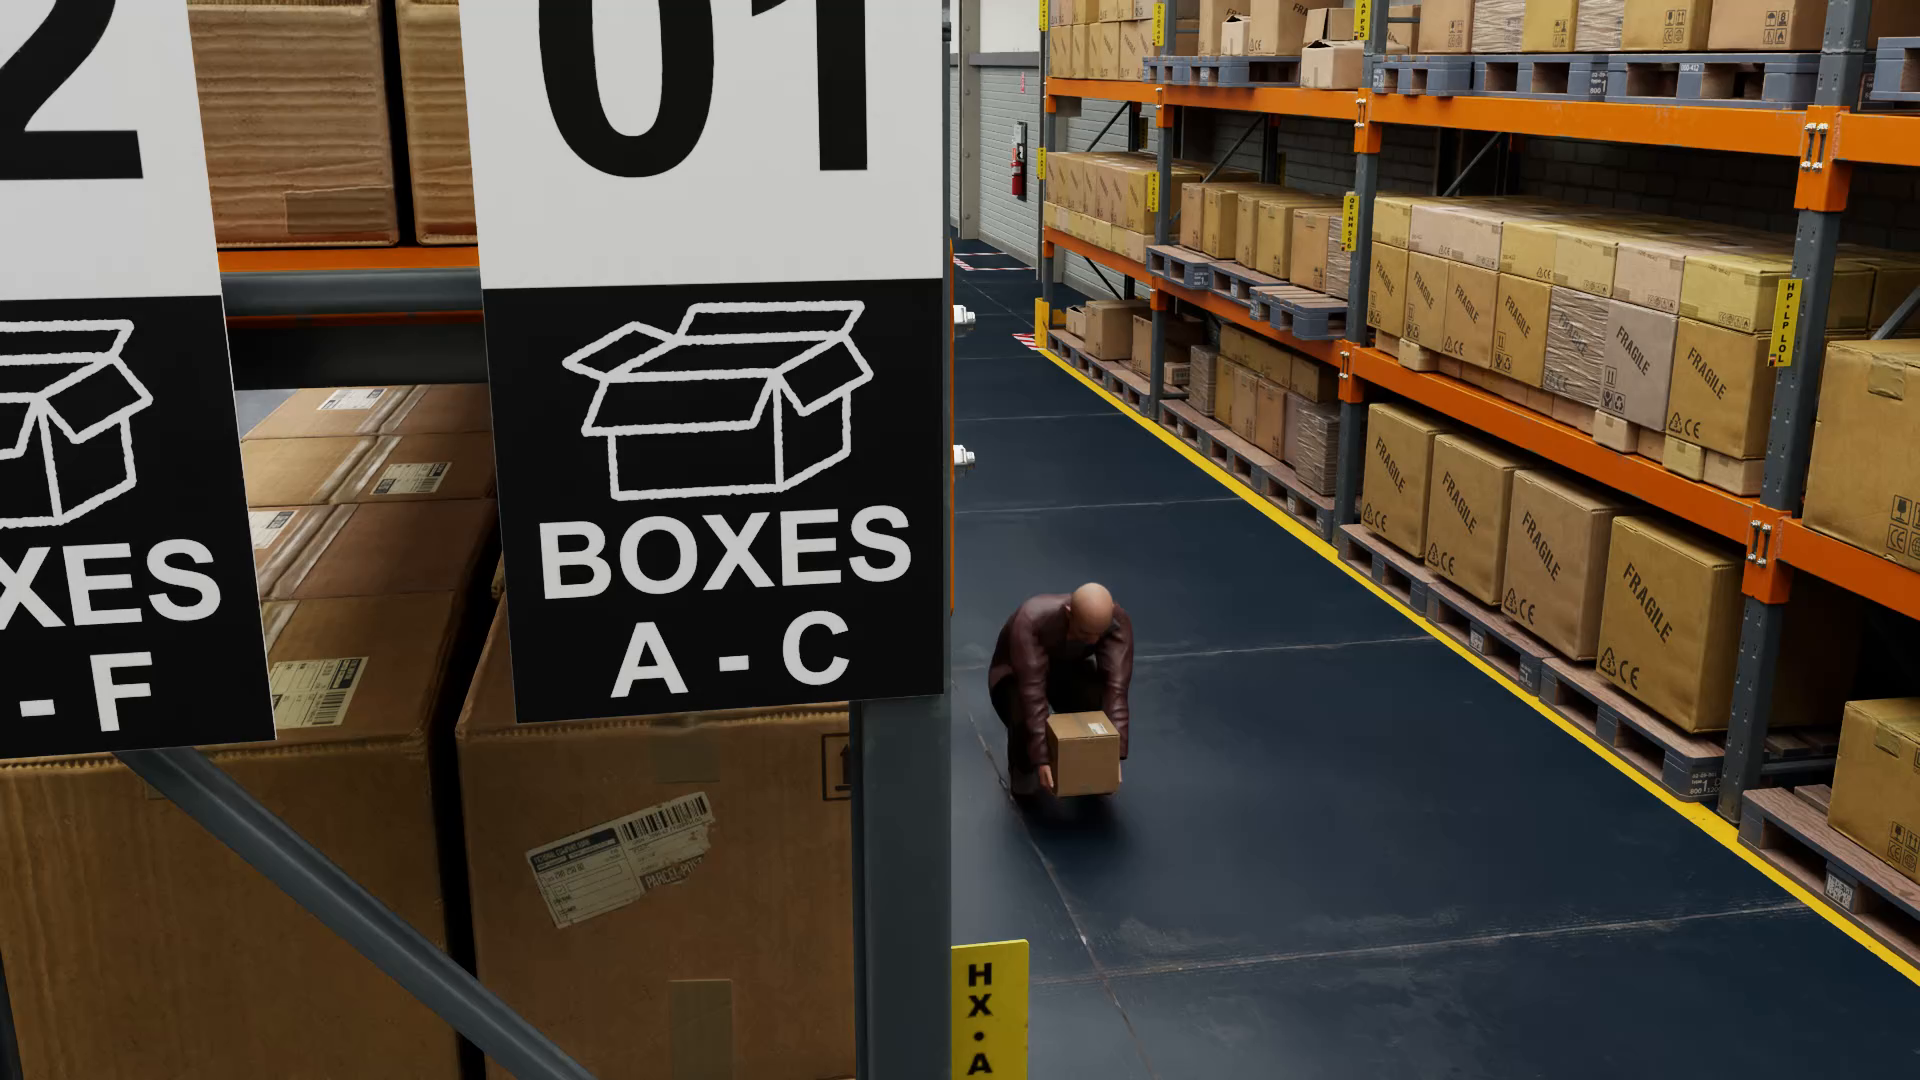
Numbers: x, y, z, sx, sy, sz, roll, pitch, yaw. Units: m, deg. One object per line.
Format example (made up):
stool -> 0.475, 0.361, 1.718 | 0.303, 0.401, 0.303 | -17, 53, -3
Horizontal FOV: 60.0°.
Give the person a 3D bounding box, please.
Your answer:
person -> 0.417, 0.587, 6.926 | 0.575, 1.006, 0.931 | -3, 16, -12
